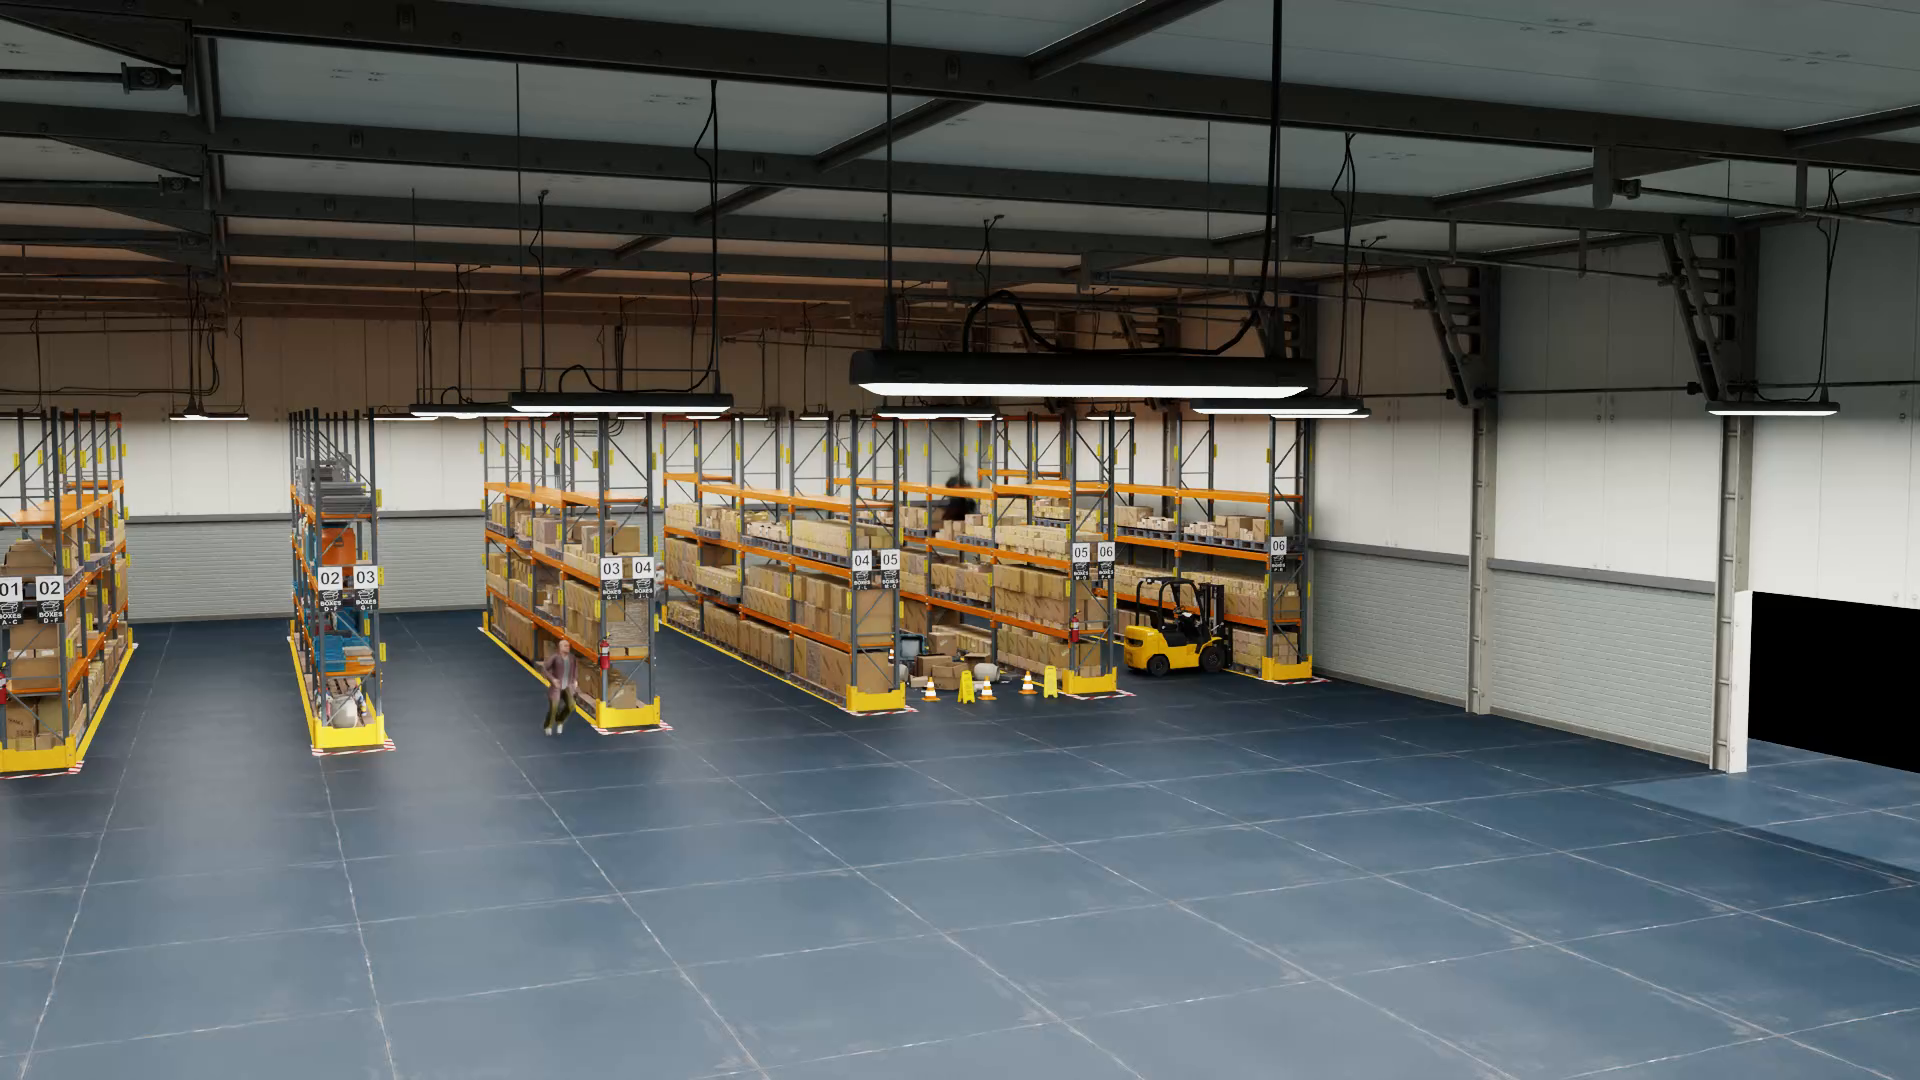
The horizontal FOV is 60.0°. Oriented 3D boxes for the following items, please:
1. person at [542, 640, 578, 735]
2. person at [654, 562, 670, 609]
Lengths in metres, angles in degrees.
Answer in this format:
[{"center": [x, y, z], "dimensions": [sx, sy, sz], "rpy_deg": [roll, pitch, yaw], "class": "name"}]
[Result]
[{"center": [-7.325, 2.712, 30.653], "dimensions": [0.775, 1.730, 0.643], "rpy_deg": [-3, 5, -37], "class": "person"}, {"center": [-8.791, 1.494, 48.841], "dimensions": [0.852, 1.702, 0.646], "rpy_deg": [-3, 5, -40], "class": "person"}]
